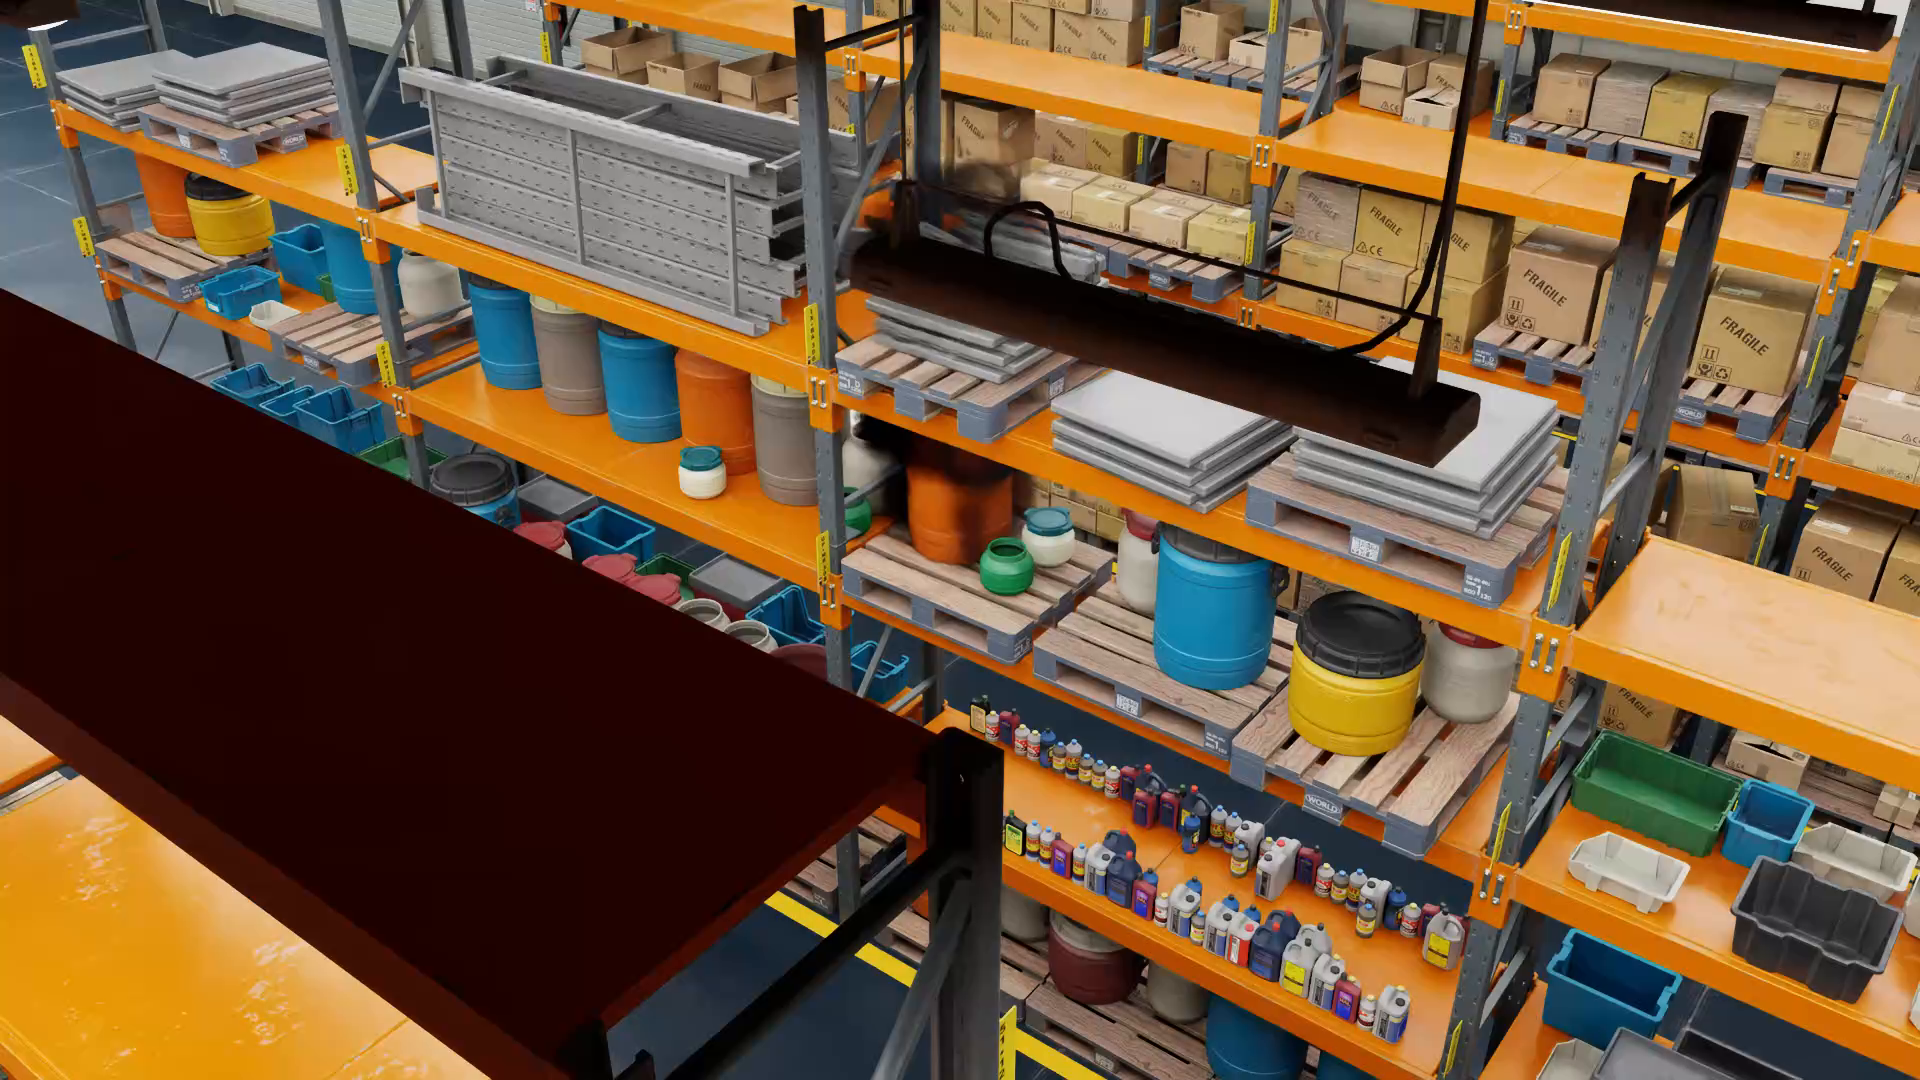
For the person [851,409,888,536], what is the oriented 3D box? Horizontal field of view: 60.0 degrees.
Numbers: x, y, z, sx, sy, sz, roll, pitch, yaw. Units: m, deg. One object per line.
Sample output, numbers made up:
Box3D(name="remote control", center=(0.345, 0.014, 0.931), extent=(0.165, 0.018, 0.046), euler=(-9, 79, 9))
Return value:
Box3D(name="person", center=(-0.985, -0.640, 14.736), extent=(0.788, 1.696, 0.712), euler=(-10, 33, -16))
